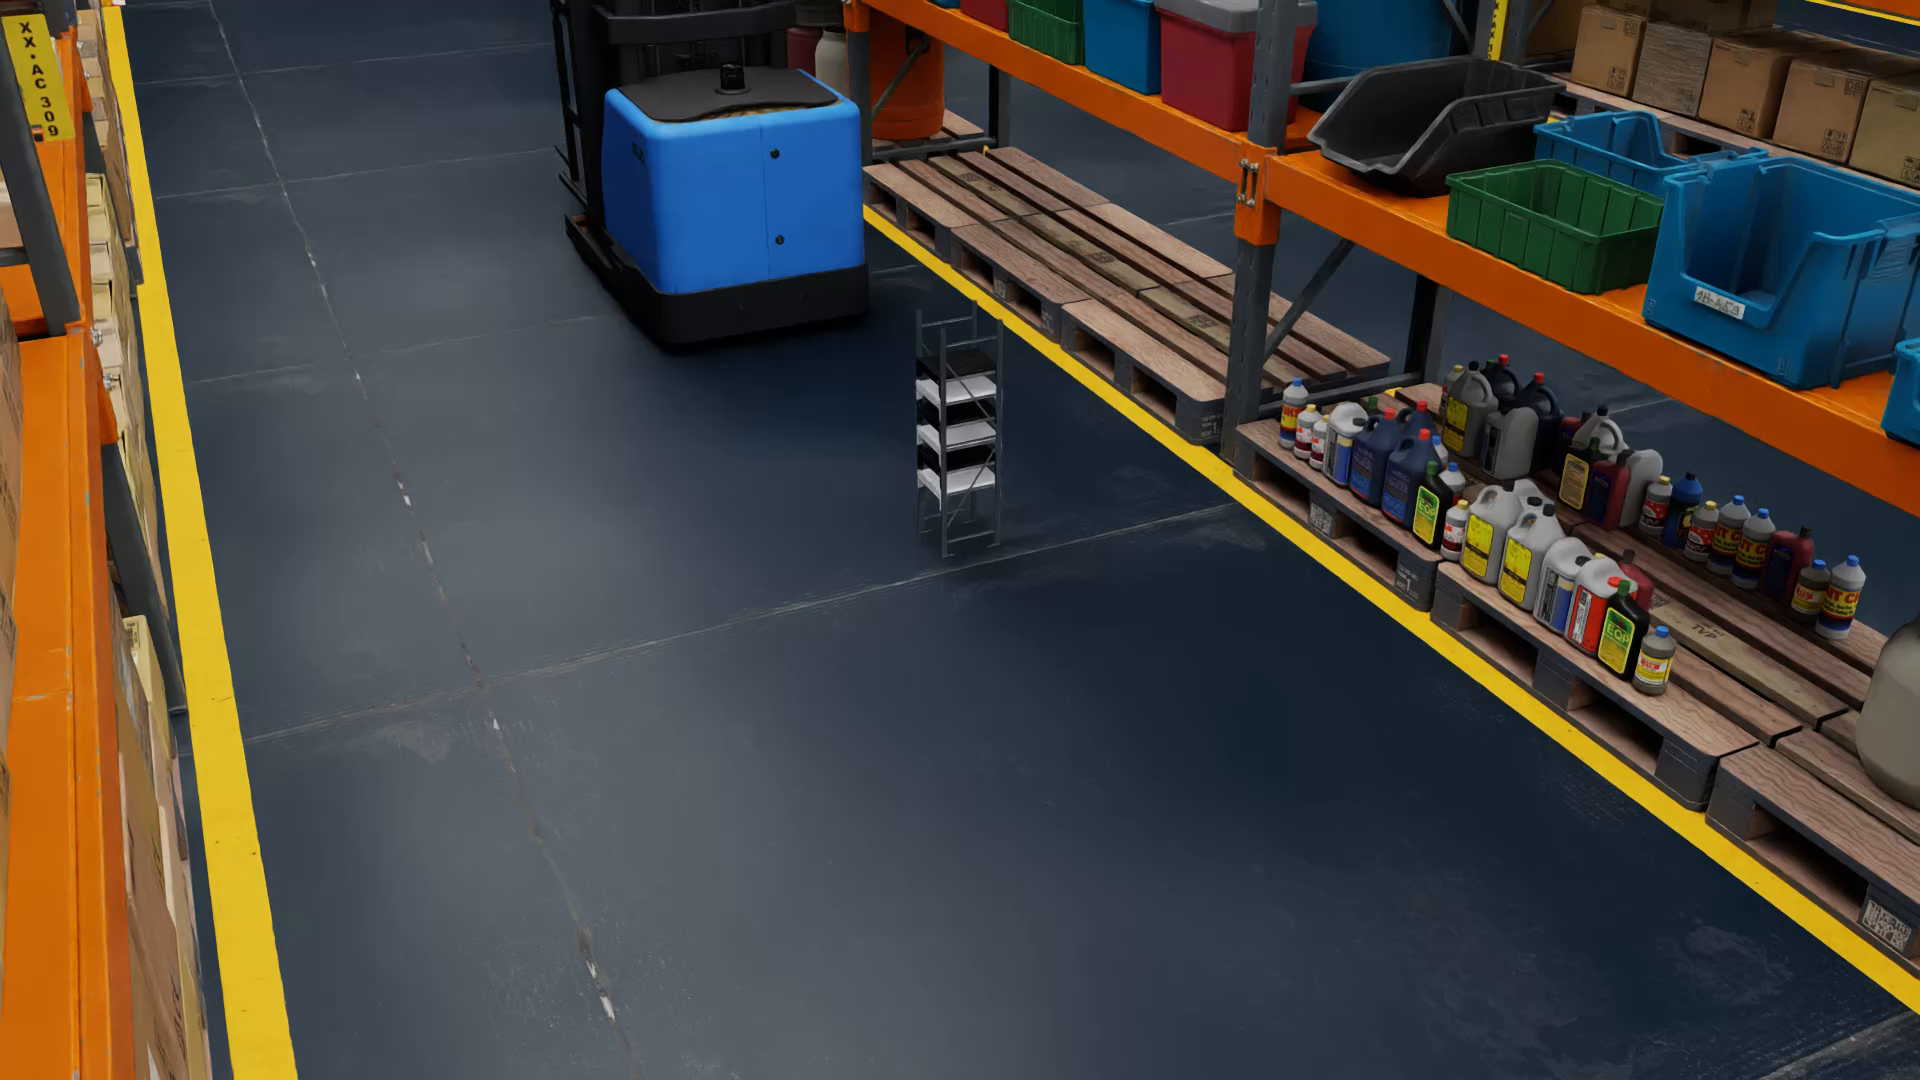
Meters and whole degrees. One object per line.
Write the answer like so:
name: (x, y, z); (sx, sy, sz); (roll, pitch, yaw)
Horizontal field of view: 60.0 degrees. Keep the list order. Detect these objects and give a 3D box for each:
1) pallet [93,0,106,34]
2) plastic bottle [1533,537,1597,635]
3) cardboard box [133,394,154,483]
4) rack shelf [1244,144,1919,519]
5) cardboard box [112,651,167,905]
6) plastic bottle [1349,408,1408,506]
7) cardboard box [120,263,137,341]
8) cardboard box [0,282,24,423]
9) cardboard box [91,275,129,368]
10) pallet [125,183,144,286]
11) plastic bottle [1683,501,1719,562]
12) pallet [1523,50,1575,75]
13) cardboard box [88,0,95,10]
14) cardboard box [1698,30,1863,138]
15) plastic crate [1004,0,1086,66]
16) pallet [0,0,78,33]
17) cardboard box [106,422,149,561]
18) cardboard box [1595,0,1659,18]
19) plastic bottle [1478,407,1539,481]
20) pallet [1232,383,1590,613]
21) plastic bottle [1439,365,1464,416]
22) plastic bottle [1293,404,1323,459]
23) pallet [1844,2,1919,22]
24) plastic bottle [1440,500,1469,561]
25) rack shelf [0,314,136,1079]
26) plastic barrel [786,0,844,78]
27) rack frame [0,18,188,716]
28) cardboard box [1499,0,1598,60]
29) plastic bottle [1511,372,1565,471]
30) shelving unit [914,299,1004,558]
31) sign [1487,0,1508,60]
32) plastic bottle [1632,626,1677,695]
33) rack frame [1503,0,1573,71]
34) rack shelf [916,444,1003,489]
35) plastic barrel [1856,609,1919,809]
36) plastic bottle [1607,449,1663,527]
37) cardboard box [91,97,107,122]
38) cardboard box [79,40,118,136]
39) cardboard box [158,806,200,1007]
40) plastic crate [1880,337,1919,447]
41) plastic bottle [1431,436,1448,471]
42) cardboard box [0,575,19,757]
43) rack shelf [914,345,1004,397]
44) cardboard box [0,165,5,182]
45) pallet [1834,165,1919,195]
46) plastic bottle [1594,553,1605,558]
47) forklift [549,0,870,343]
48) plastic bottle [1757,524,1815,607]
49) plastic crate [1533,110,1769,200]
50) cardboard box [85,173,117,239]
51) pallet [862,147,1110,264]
pallet: (-7.705, -4.386, 13.856); (1.003, 0.211, 1.213); (-13, 32, -22)
plastic bottle: (1.936, 0.140, 5.269); (0.152, 0.276, 0.135); (-14, 32, -23)
cardboard box: (-3.322, -0.356, 6.199); (0.500, 0.250, 0.500); (-14, 32, -23)
rack shelf: (2.405, -0.528, 4.861); (1.077, 0.370, 4.000); (-13, 32, -22)
cardboard box: (-2.110, 0.604, 3.721); (0.500, 0.500, 0.500); (-13, 32, -22)
plastic bottle: (1.518, -0.318, 6.009); (0.144, 0.351, 0.185); (-12, 32, -21)
cardboard box: (-3.976, -1.030, 7.402); (0.500, 0.250, 0.500); (-13, 32, -23)
cardboard box: (-2.733, -0.536, 4.037); (0.700, 0.500, 0.500); (-14, 32, -23)
cardboard box: (-3.543, -0.829, 6.471); (0.500, 0.311, 0.500); (-12, 32, -21)
pallet: (-4.933, -1.576, 8.844); (1.003, 0.211, 1.213); (-13, 32, -22)
plastic bottle: (2.534, -0.036, 5.658); (0.097, 0.201, 0.097); (0, 29, 0)
pallet: (4.032, -3.680, 12.597); (1.003, 0.211, 1.213); (-13, 32, -22)
cardboard box: (-7.244, -4.366, 13.331); (0.500, 0.250, 0.500); (-13, 32, -22)
cardboard box: (5.107, -2.851, 10.373); (0.700, 0.500, 0.500); (-10, 31, -18)
plastic crate: (0.544, -2.343, 7.578); (0.450, 0.188, 0.662); (-13, 32, -22)
pallet: (-5.001, -2.655, 8.114); (1.213, 0.211, 1.003); (-13, 32, -22)
cardboard box: (-2.882, -0.150, 5.260); (0.500, 0.311, 0.500); (-13, 32, -22)
cardboard box: (4.617, -3.672, 11.070); (0.500, 0.250, 0.500); (-12, 31, -20)
plastic bottle: (2.042, -0.379, 6.193); (0.152, 0.276, 0.135); (-13, 32, -22)
pallet: (1.797, -0.204, 6.398); (1.003, 0.211, 1.213); (-13, 32, -22)
plastic bottle: (1.983, -0.602, 6.668); (0.097, 0.201, 0.097); (0, 29, 0)
plastic bottle: (1.331, -0.419, 6.342); (0.097, 0.201, 0.097); (0, 29, 0)
pallet: (8.491, -4.659, 14.342); (1.003, 0.211, 1.213); (-13, 32, -22)
plastic bottle: (1.699, -0.040, 5.666); (0.097, 0.201, 0.097); (0, 29, 0)
rack shelf: (-2.071, 0.510, 3.009); (1.077, 0.370, 4.000); (-13, 32, -22)
plastic barrel: (-0.881, -3.335, 11.167); (0.600, 0.588, 0.708); (-13, 32, -22)
rack frame: (-2.929, -0.687, 4.409); (1.000, 3.000, 0.127); (-13, 32, -22)
cardboard box: (4.025, -4.098, 12.234); (1.225, 0.875, 0.875); (-15, 32, -24)
plastic bottle: (2.165, -0.453, 6.250); (0.144, 0.351, 0.185); (-15, 32, -24)
shelving unit: (-0.003, -0.396, 6.036); (0.258, 0.900, 0.210); (-13, 32, -22)
sign: (2.048, -1.957, 6.390); (0.100, 0.325, 0.005); (-13, 32, -22)
plastic bottle: (2.079, 0.351, 4.969); (0.097, 0.201, 0.097); (0, 29, 0)
rack frame: (4.302, -4.532, 11.266); (1.000, 3.000, 0.127); (-13, 32, -22)
rack shelf: (-0.003, -0.289, 6.097); (0.258, 0.077, 0.200); (-13, 32, -22)
plastic barrel: (2.697, 0.447, 4.500); (0.421, 0.512, 0.421); (0, 29, 0)
plastic bottle: (2.370, -0.205, 5.884); (0.152, 0.276, 0.135); (-12, 32, -21)
cardboard box: (-4.813, -2.047, 8.939); (0.500, 0.500, 0.500); (-14, 32, -24)
cardboard box: (-5.473, -2.723, 10.145); (0.500, 0.500, 0.500); (-13, 32, -21)
cardboard box: (-2.099, 0.929, 3.909); (0.500, 0.250, 0.500); (-13, 32, -22)
plastic crate: (2.505, -0.340, 3.942); (0.499, 0.251, 0.408); (-13, 32, -22)
plastic bottle: (1.689, -0.245, 5.960); (0.097, 0.271, 0.097); (0, 29, 0)
cardboard box: (-2.068, 0.144, 2.824); (0.700, 0.500, 0.500); (-12, 31, -21)
rack shelf: (-0.003, -0.603, 5.921); (0.258, 0.077, 0.200); (-13, 32, -22)
cardboard box: (-3.470, -1.306, 5.410); (0.500, 0.500, 0.500); (-11, 31, -18)
pallet: (5.684, -1.893, 9.410); (1.003, 0.211, 1.213); (-13, 32, -22)
plastic bottle: (2.041, 0.138, 5.348); (0.097, 0.201, 0.097); (0, 29, 0)
forklift: (-1.518, -2.892, 8.410); (1.130, 2.935, 3.031); (-13, 32, -21)
plastic bottle: (2.686, 0.064, 5.396); (0.061, 0.283, 0.133); (-13, 32, -21)
plastic crate: (2.266, -1.229, 5.527); (0.499, 0.251, 0.616); (-13, 32, -22)
cardboard box: (-4.199, -1.503, 7.672); (0.500, 0.311, 0.500); (-12, 32, -21)
pallet: (0.126, -1.926, 9.469); (1.003, 0.211, 1.213); (-13, 32, -22)
